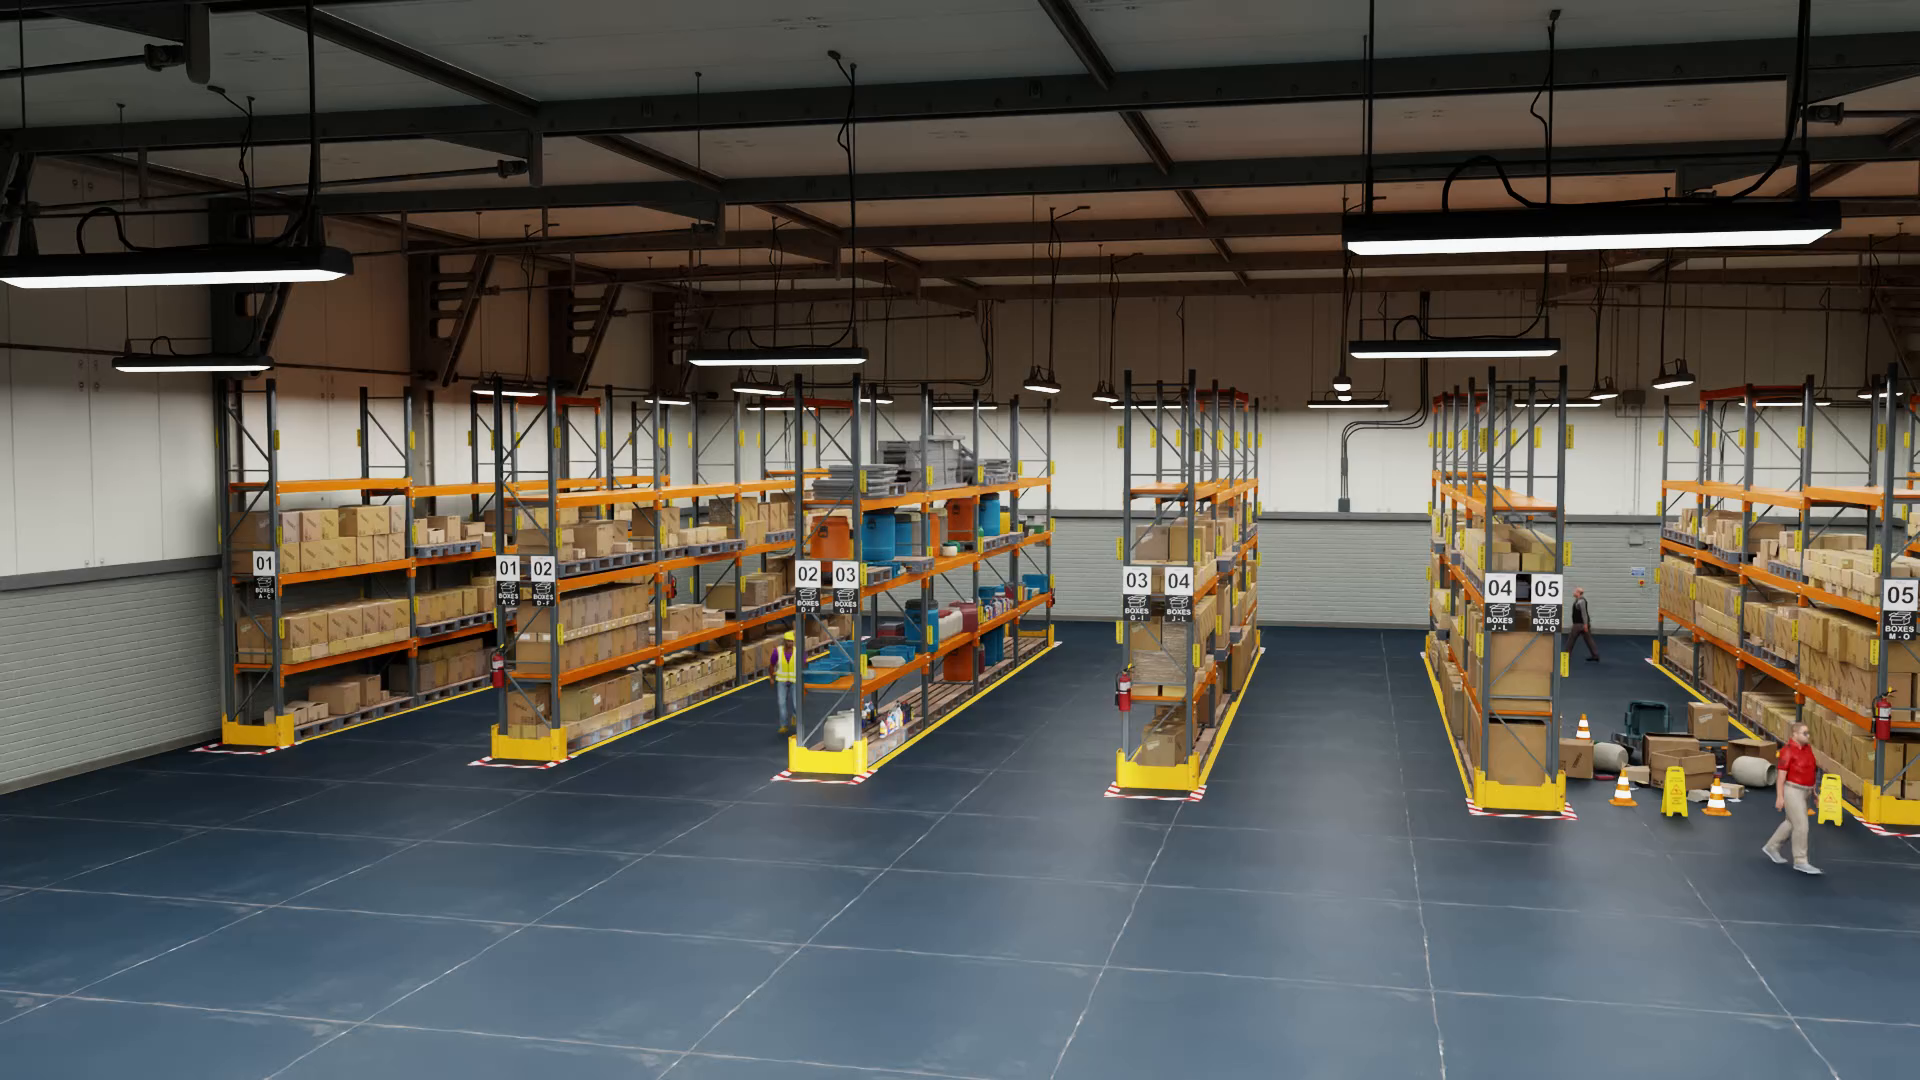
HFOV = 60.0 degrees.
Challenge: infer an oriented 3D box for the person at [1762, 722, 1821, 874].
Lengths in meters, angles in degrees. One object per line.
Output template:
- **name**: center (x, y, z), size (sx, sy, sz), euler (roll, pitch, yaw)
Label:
- **person**: center (9.781, 2.986, 19.480), size (0.570, 1.732, 0.786), euler (-3, 4, -38)

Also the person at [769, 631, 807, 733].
- **person**: center (-2.964, 2.424, 28.647), size (0.642, 1.738, 0.665), euler (0, 3, -7)

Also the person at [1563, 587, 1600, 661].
- **person**: center (13.986, 1.888, 37.574), size (0.985, 1.657, 0.512), euler (3, 5, 42)
